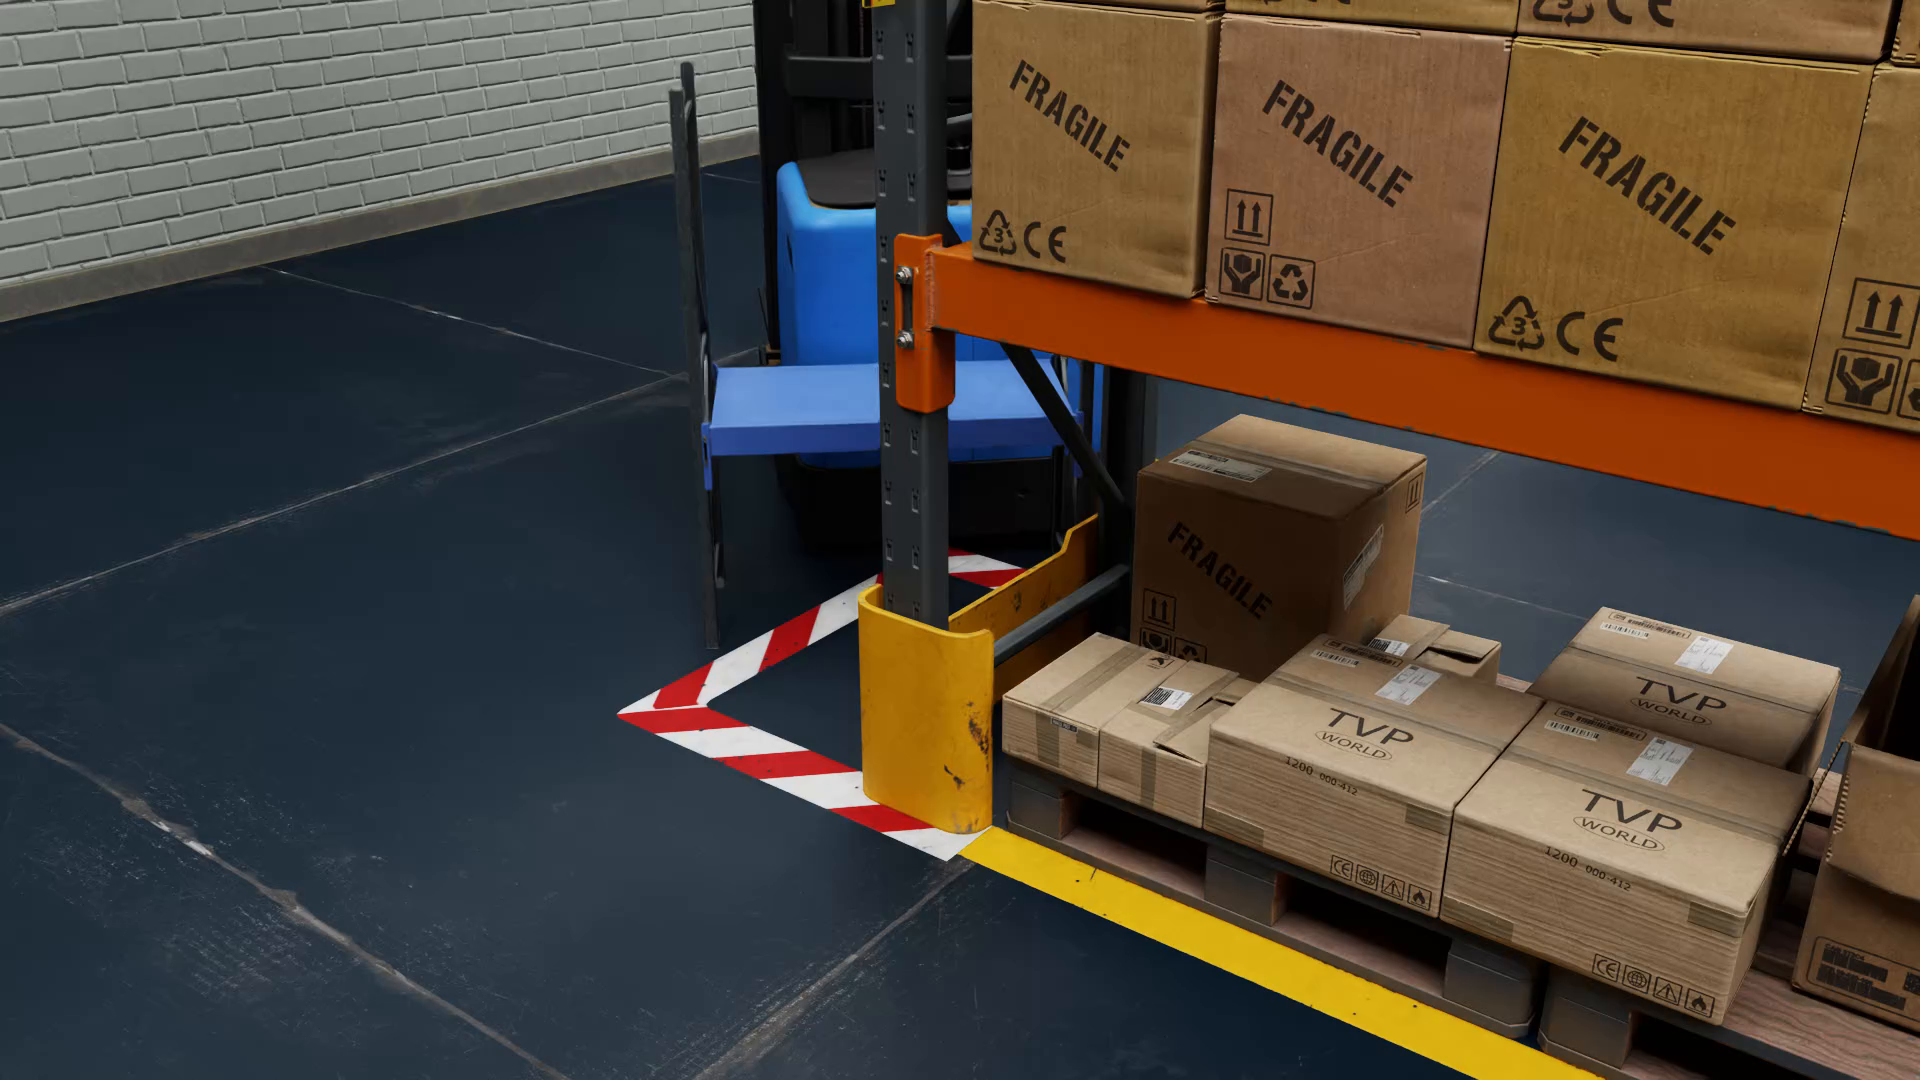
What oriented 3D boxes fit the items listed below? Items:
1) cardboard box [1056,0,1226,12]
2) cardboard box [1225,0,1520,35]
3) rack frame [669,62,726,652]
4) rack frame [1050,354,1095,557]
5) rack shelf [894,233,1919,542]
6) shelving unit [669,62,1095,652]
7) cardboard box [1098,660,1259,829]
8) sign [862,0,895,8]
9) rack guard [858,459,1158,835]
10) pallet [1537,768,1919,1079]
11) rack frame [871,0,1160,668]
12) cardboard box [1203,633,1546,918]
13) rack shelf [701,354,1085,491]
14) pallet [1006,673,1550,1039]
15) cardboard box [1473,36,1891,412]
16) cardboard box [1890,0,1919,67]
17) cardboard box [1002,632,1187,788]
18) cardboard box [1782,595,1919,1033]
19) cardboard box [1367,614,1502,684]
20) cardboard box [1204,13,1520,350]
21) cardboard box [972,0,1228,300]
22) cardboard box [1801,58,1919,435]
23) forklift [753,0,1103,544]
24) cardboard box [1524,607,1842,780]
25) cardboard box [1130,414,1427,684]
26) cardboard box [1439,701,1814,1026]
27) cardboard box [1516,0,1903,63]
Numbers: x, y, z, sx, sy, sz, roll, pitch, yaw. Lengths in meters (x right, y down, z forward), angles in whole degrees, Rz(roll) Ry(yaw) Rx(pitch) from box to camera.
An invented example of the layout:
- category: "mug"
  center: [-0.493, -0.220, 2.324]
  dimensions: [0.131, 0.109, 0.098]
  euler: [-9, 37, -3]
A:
- category: "cardboard box"
  center: [0.370, -1.258, 3.020]
  dimensions: [0.500, 0.500, 0.500]
  euler: [18, 29, 35]
- category: "cardboard box"
  center: [0.793, -1.134, 2.739]
  dimensions: [0.500, 0.500, 0.500]
  euler: [17, 29, 34]
- category: "rack frame"
  center: [-0.700, -0.481, 4.482]
  dimensions: [0.032, 1.500, 0.500]
  euler: [-2, 24, -5]
- category: "rack frame"
  center: [0.312, -0.519, 4.567]
  dimensions: [0.032, 1.500, 0.500]
  euler: [-2, 24, -5]
- category: "rack shelf"
  center: [1.773, -0.134, 2.726]
  dimensions: [4.000, 0.370, 1.077]
  euler: [17, 29, 33]
- category: "shelving unit"
  center: [-0.194, -0.500, 4.525]
  dimensions: [1.048, 1.500, 0.538]
  euler: [-2, 24, -5]
- category: "cardboard box"
  center: [0.502, 0.421, 3.543]
  dimensions: [0.250, 0.166, 0.380]
  euler: [17, 29, 33]
- category: "sign"
  center: [-0.153, -1.168, 3.107]
  dimensions: [0.005, 0.325, 0.100]
  euler: [17, 29, 33]
- category: "rack guard"
  center: [0.233, 0.215, 4.141]
  dimensions: [0.348, 0.500, 1.175]
  euler: [17, 29, 33]
- category: "pallet"
  center: [1.844, 0.835, 3.092]
  dimensions: [1.213, 0.211, 1.003]
  euler: [17, 29, 33]
- category: "rack frame"
  center: [0.173, -0.947, 3.679]
  dimensions: [0.127, 3.000, 1.000]
  euler: [17, 29, 33]
- category: "cardboard box"
  center: [0.838, 0.454, 3.364]
  dimensions: [0.500, 0.250, 0.500]
  euler: [17, 29, 33]
- category: "rack shelf"
  center: [-0.194, -0.336, 4.597]
  dimensions: [1.000, 0.185, 0.538]
  euler: [-2, 24, -5]
- category: "pallet"
  center: [0.872, 0.540, 3.762]
  dimensions: [1.213, 0.211, 1.003]
  euler: [17, 29, 33]
- category: "cardboard box"
  center: [1.186, -0.555, 2.665]
  dimensions: [0.500, 0.500, 0.500]
  euler: [17, 29, 33]
- category: "cardboard box"
  center: [1.597, -0.889, 2.183]
  dimensions: [0.500, 0.500, 0.500]
  euler: [17, 29, 33]
- category: "cardboard box"
  center: [0.302, 0.369, 3.683]
  dimensions: [0.250, 0.149, 0.380]
  euler: [17, 29, 33]
- category: "cardboard box"
  center: [1.867, 0.509, 2.925]
  dimensions: [0.637, 0.503, 0.797]
  euler: [17, 29, 33]
- category: "cardboard box"
  center: [1.026, 0.327, 3.755]
  dimensions: [0.250, 0.166, 0.380]
  euler: [17, 29, 33]
- category: "cardboard box"
  center: [0.786, -0.677, 2.943]
  dimensions: [0.500, 0.500, 0.500]
  euler: [16, 29, 33]
- category: "cardboard box"
  center: [0.370, -0.800, 3.222]
  dimensions: [0.500, 0.500, 0.500]
  euler: [18, 29, 34]
- category: "cardboard box"
  center: [1.585, -0.433, 2.389]
  dimensions: [0.500, 0.500, 0.500]
  euler: [17, 29, 34]
- category: "forklift"
  center: [-0.201, -1.892, 5.909]
  dimensions: [1.130, 2.935, 3.031]
  euler: [-4, 24, -8]
- category: "cardboard box"
  center: [1.498, 0.402, 3.483]
  dimensions: [0.500, 0.250, 0.500]
  euler: [17, 29, 33]
- category: "cardboard box"
  center: [0.756, 0.048, 3.976]
  dimensions: [0.500, 0.500, 0.500]
  euler: [17, 29, 33]
- category: "cardboard box"
  center: [1.238, 0.575, 3.089]
  dimensions: [0.500, 0.250, 0.500]
  euler: [17, 29, 33]
- category: "cardboard box"
  center: [1.190, -1.011, 2.461]
  dimensions: [0.500, 0.500, 0.500]
  euler: [17, 29, 34]
